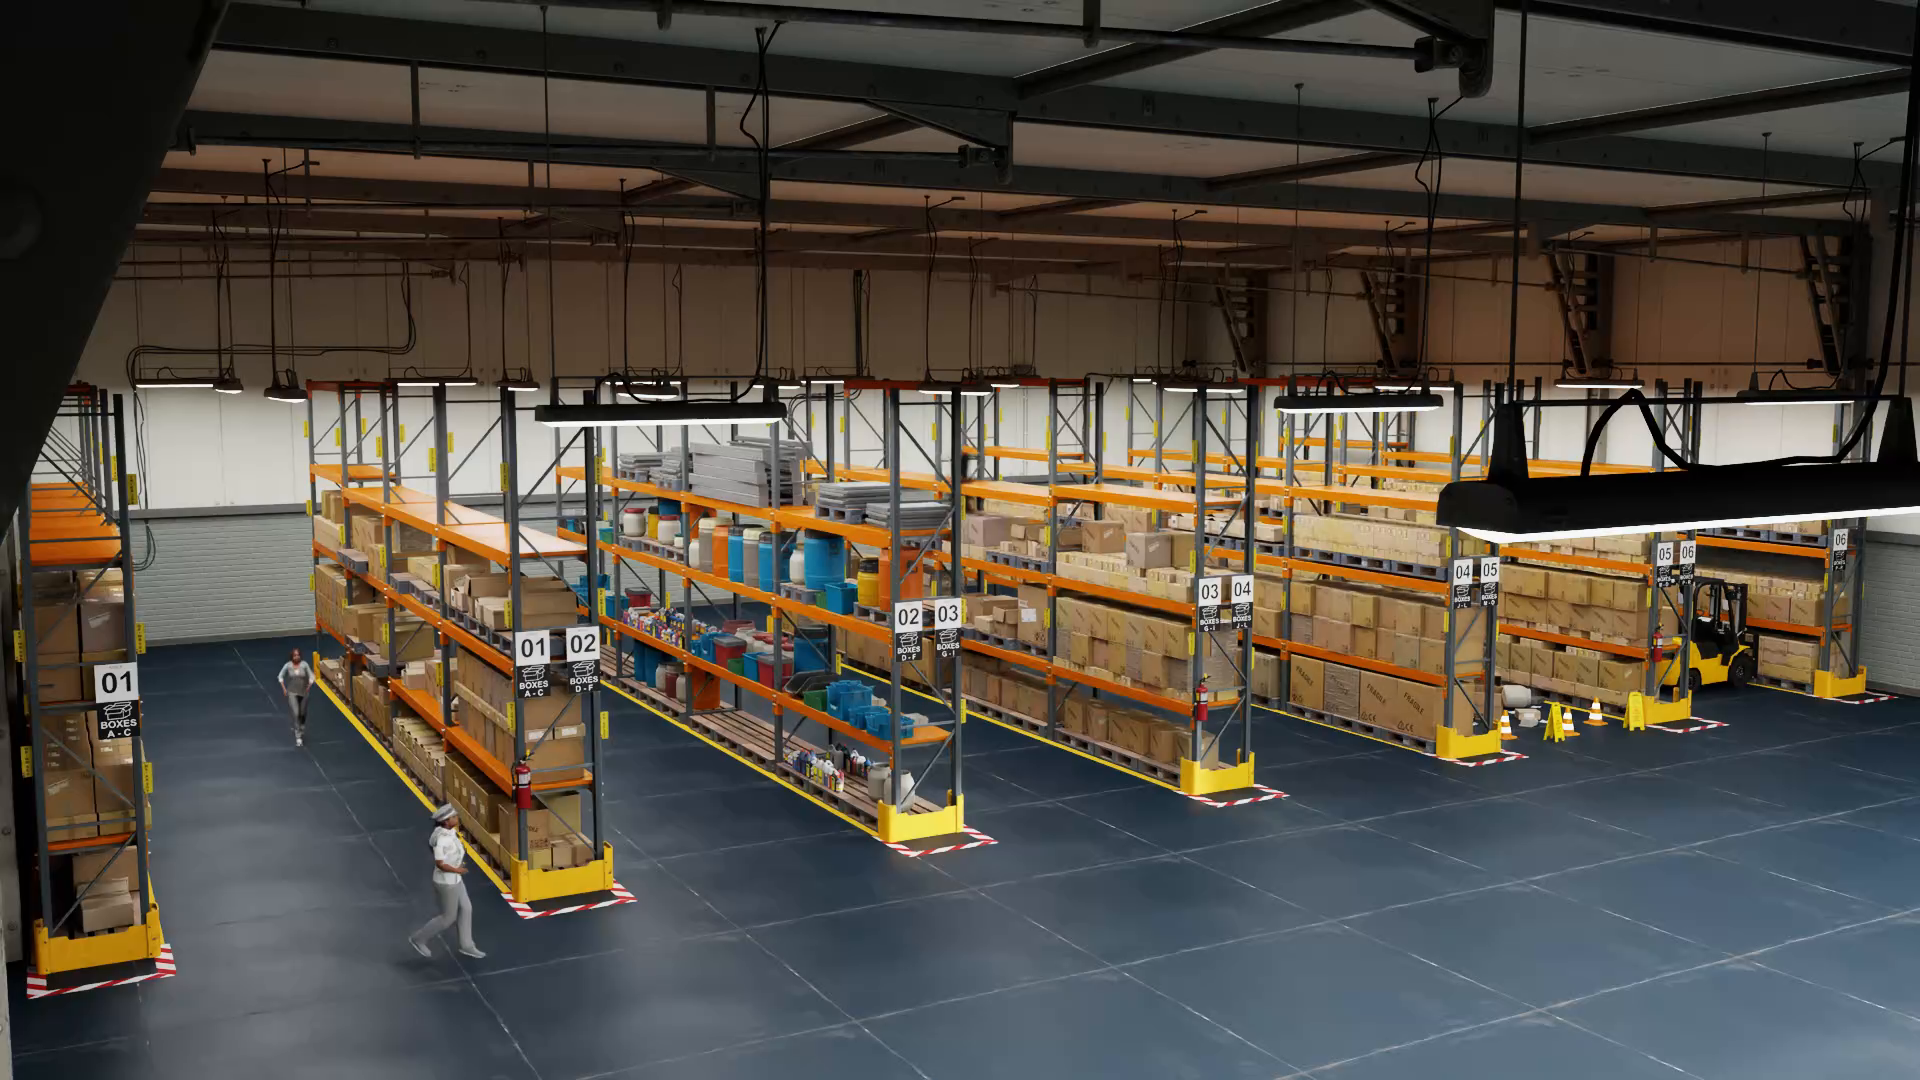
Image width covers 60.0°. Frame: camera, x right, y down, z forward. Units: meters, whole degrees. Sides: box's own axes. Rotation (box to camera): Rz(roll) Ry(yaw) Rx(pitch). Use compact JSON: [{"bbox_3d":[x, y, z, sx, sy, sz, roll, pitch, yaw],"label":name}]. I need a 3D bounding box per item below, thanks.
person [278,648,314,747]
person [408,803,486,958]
[{"bbox_3d":[-11.099,2.594,27.831,0.559,1.604,0.800,-3,7,-25],"label":"person"},{"bbox_3d":[-5.454,3.637,17.621,0.791,1.731,0.626,-2,6,-15],"label":"person"}]
